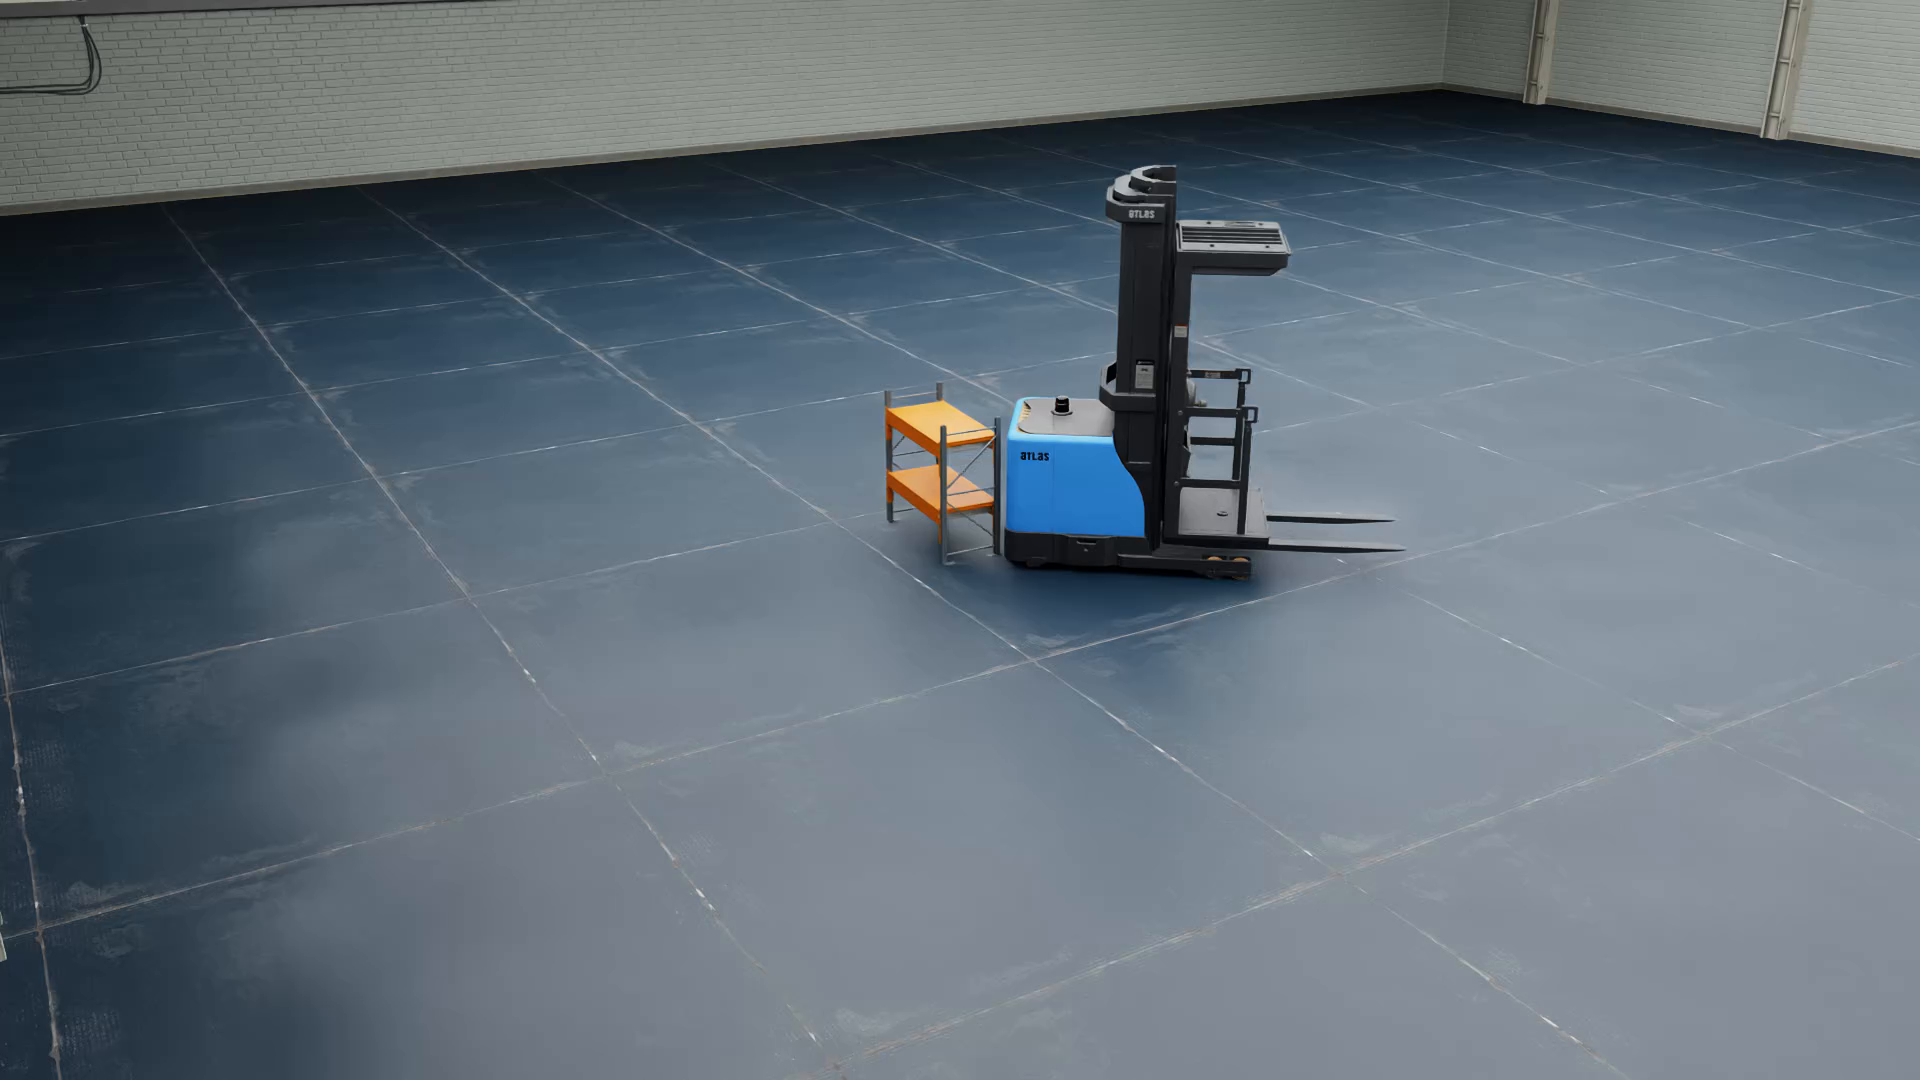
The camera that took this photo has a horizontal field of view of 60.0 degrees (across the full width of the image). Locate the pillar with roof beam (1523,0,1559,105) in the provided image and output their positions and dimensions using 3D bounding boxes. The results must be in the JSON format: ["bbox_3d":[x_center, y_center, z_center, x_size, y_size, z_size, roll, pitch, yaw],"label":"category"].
[{"bbox_3d":[9.253,-13.193,33.787,9.100,9.000,0.400,-13,25,-28],"label":"pillar with roof beam"}]

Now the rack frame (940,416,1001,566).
[{"bbox_3d":[0.080,-0.369,12.693,0.500,1.125,0.032,-10,24,-24],"label":"rack frame"}]

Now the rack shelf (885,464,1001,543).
[{"bbox_3d":[-0.144,-0.315,13.208,0.538,0.278,1.000,-10,24,-24],"label":"rack shelf"}]

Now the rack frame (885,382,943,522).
[{"bbox_3d":[-0.369,-0.713,13.539,0.500,1.125,0.032,-10,24,-24],"label":"rack frame"}]

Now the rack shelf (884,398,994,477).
[{"bbox_3d":[-0.144,-0.812,13.006,0.538,0.278,1.000,-10,24,-24],"label":"rack shelf"}]

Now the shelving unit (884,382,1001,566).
[{"bbox_3d":[-0.144,-0.541,13.116,0.538,1.125,1.048,-10,24,-24],"label":"shelving unit"}]

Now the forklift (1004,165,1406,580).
[{"bbox_3d":[1.890,-1.267,12.503,3.031,2.935,1.130,2,22,6],"label":"forklift"}]

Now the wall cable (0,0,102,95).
[{"bbox_3d":[-14.495,-7.732,24.474,3.097,2.526,0.112,-13,25,-28],"label":"wall cable"}]

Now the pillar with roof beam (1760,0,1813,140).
[{"bbox_3d":[12.318,-11.251,29.008,9.100,9.000,0.400,-13,25,-28],"label":"pillar with roof beam"}]

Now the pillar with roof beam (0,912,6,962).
[{"bbox_3d":[-1.231,-2.964,8.619,9.100,9.000,0.400,-13,25,-28],"label":"pillar with roof beam"}]
